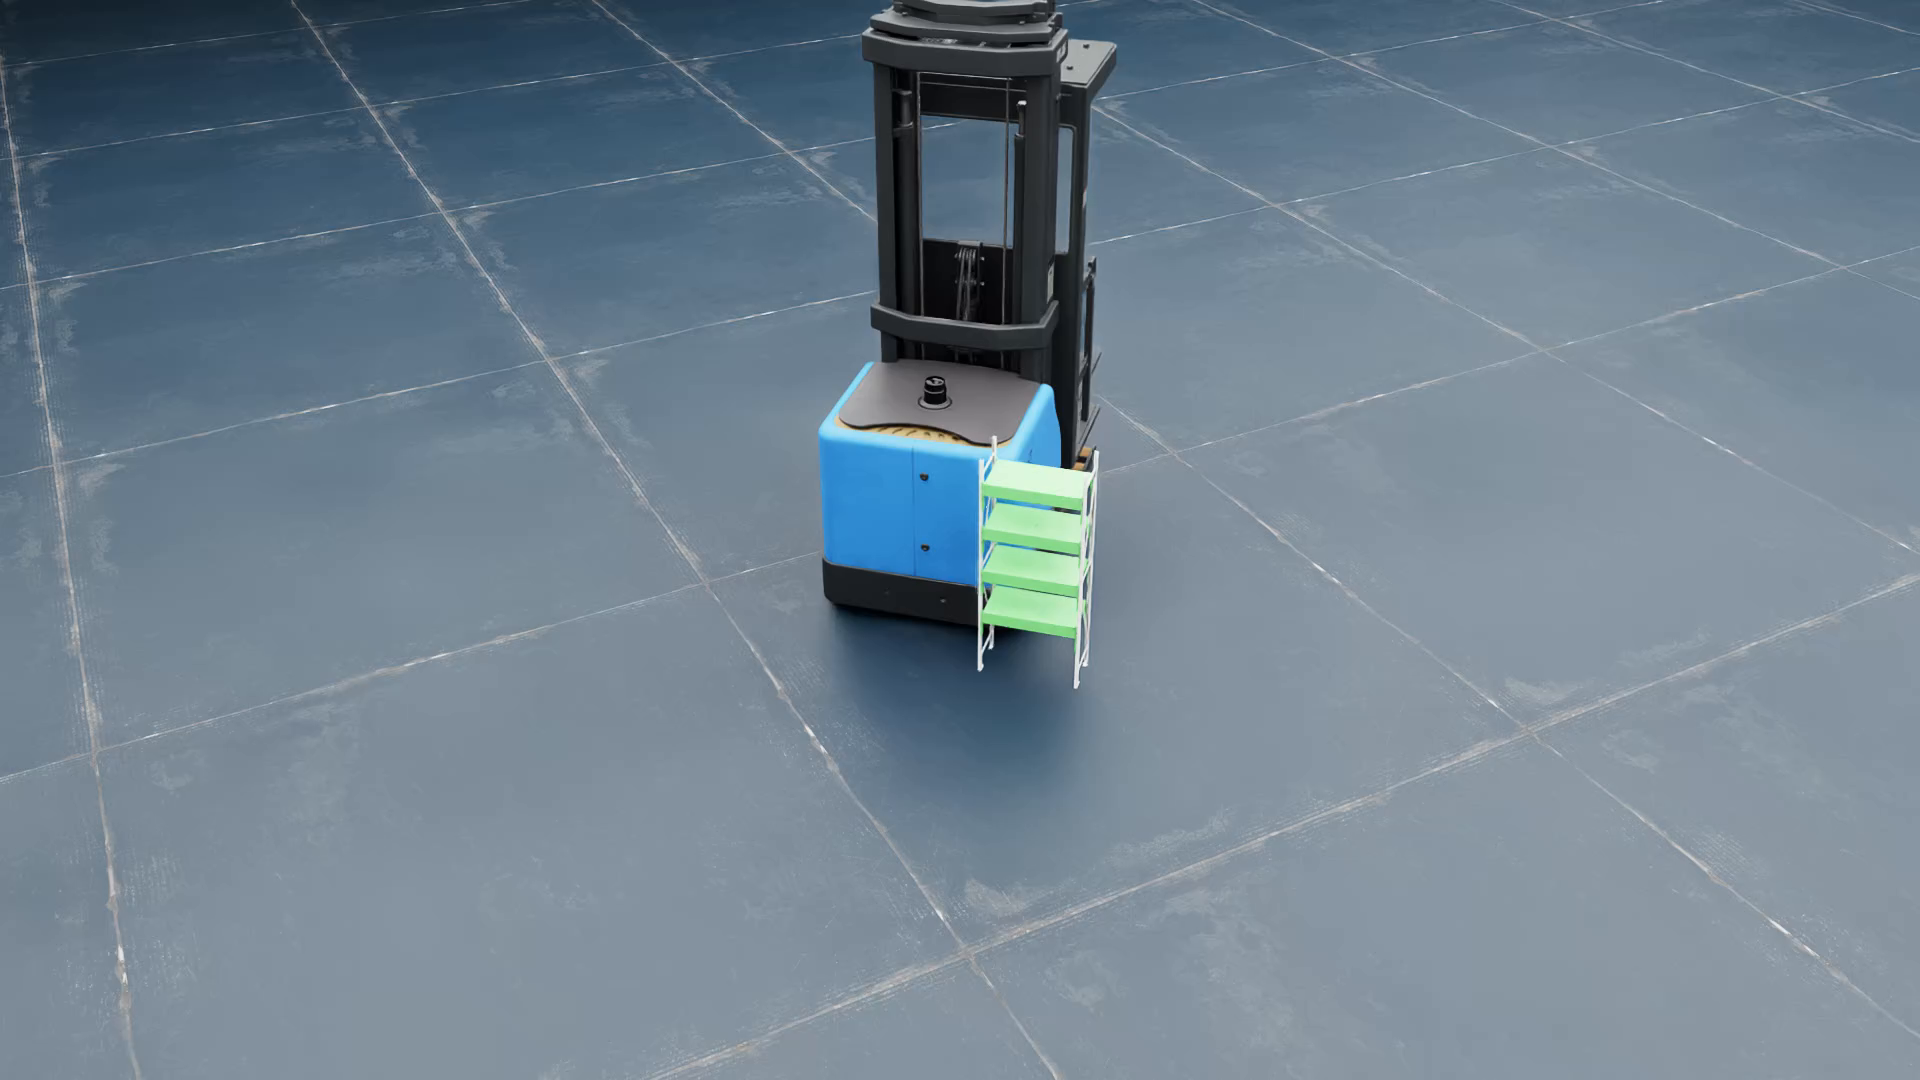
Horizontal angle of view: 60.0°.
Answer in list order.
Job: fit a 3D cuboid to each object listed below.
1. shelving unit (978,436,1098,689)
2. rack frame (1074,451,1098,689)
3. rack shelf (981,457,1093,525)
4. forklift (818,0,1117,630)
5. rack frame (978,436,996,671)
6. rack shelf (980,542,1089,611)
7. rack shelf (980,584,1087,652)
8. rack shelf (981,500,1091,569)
[{"bbox_3d":[0.363,0.120,7.950,0.503,1.200,0.258,9,34,14],"label":"shelving unit"},{"bbox_3d":[0.597,0.157,7.892,0.015,1.200,0.240,9,34,14],"label":"rack frame"},{"bbox_3d":[0.363,-0.230,7.726,0.480,0.148,0.258,9,34,14],"label":"rack shelf"},{"bbox_3d":[0.181,-1.569,8.983,1.130,2.935,3.031,9,34,13],"label":"forklift"},{"bbox_3d":[0.129,0.083,8.009,0.015,1.200,0.240,9,34,14],"label":"rack frame"},{"bbox_3d":[0.363,0.174,7.985,0.480,0.148,0.258,9,34,14],"label":"rack shelf"},{"bbox_3d":[0.363,0.376,8.114,0.480,0.148,0.258,9,34,14],"label":"rack shelf"},{"bbox_3d":[0.363,-0.028,7.855,0.480,0.148,0.258,9,34,14],"label":"rack shelf"}]
